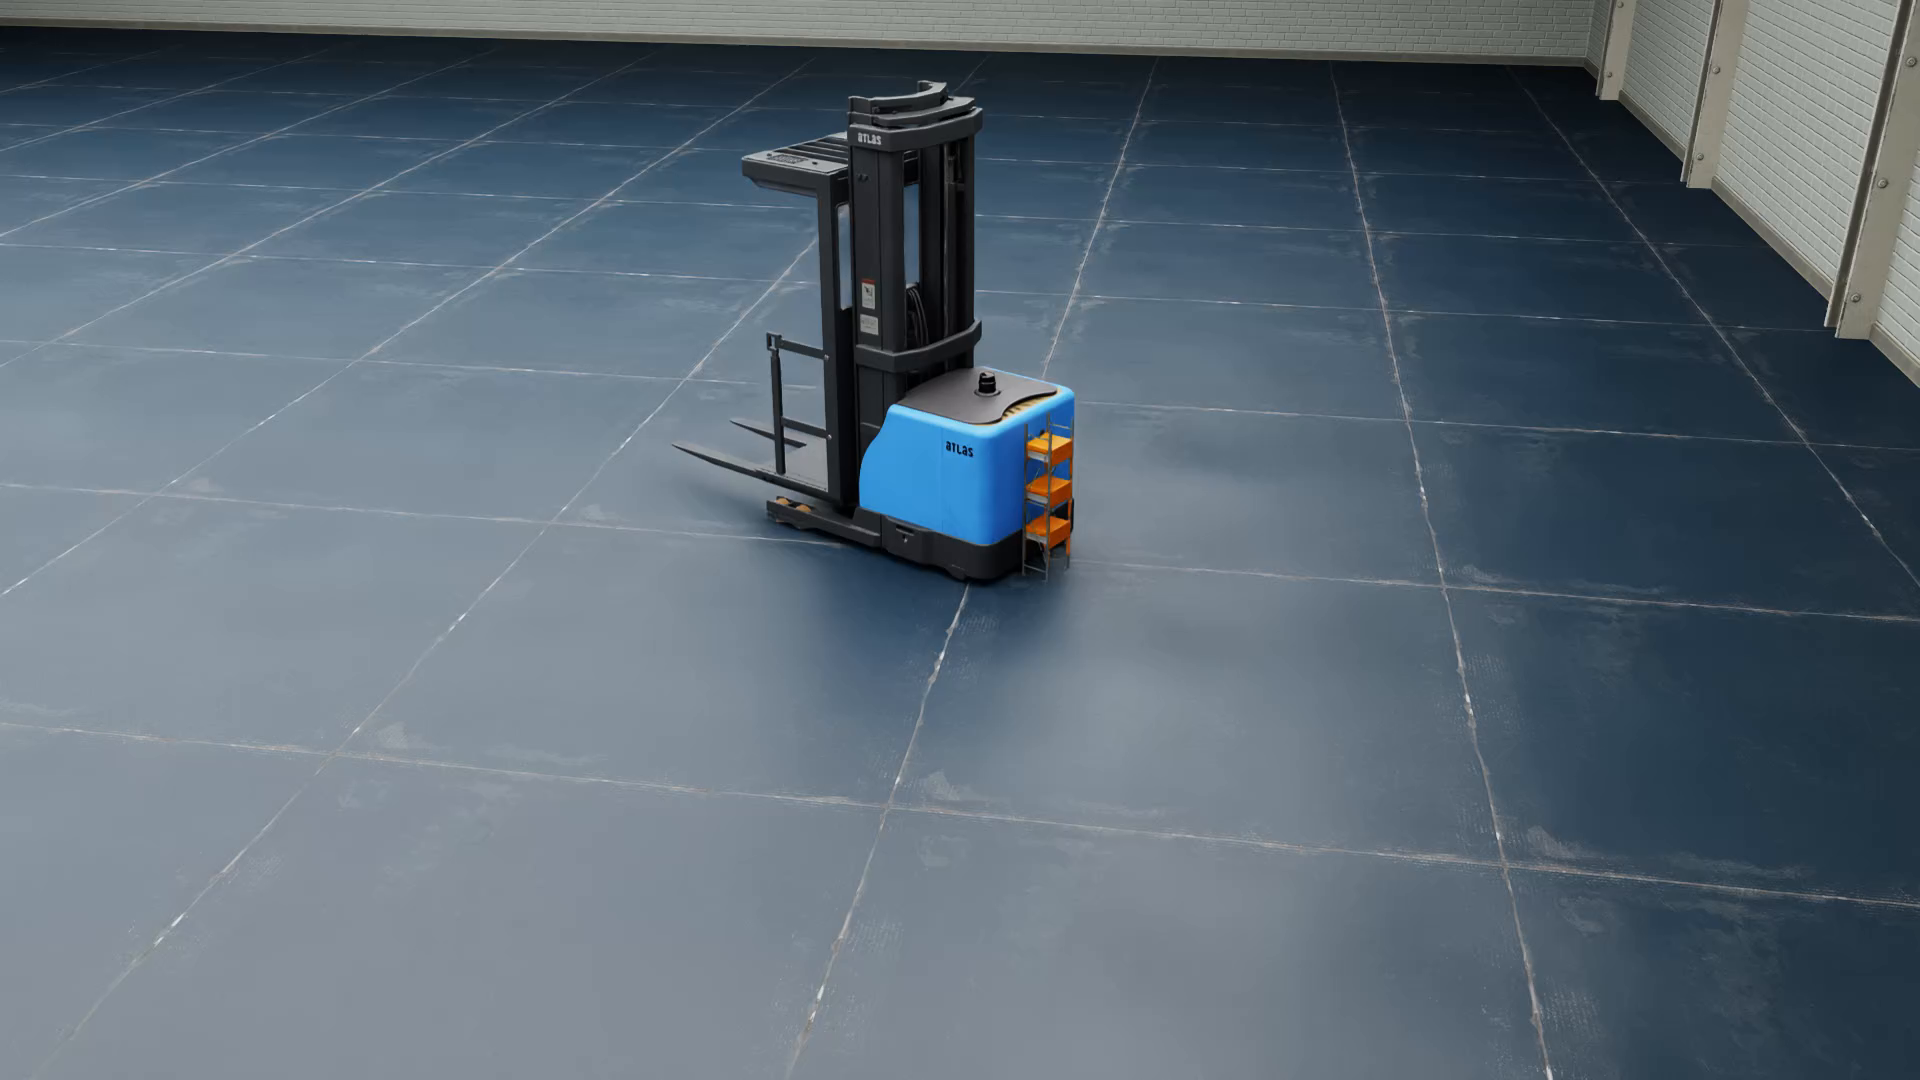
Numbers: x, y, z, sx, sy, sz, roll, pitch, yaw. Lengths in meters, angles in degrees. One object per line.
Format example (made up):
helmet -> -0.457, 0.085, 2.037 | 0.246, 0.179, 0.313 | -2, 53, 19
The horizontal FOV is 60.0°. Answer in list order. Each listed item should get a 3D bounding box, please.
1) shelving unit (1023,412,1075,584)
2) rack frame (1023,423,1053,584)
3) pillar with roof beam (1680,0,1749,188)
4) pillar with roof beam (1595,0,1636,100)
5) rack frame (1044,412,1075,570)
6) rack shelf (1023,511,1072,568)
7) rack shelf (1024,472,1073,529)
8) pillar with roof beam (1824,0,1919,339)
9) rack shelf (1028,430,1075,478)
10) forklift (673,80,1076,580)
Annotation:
shelving unit -> 0.564, -0.265, 10.577 | 0.215, 1.050, 0.252 | 18, 30, 33
rack frame -> 0.490, -0.223, 10.489 | 0.200, 1.050, 0.008 | 18, 30, 33
pillar with roof beam -> 4.929, -8.802, 19.441 | 9.100, 9.000, 0.400 | 4, 25, 9
pillar with roof beam -> 5.910, -11.312, 24.802 | 9.100, 9.000, 0.400 | 4, 25, 9
rack frame -> 0.637, -0.306, 10.665 | 0.200, 1.050, 0.008 | 18, 30, 33
rack shelf -> 0.563, -0.003, 10.699 | 0.215, 0.259, 0.240 | 18, 30, 33
rack shelf -> 0.564, -0.255, 10.581 | 0.215, 0.259, 0.240 | 18, 30, 33
pillar with roof beam -> 3.949, -6.293, 14.080 | 9.100, 9.000, 0.400 | 4, 25, 9
rack shelf -> 0.564, -0.512, 10.461 | 0.215, 0.259, 0.240 | 18, 30, 33
forklift -> -0.708, -1.555, 11.115 | 3.031, 2.935, 1.130 | 18, 30, 33
